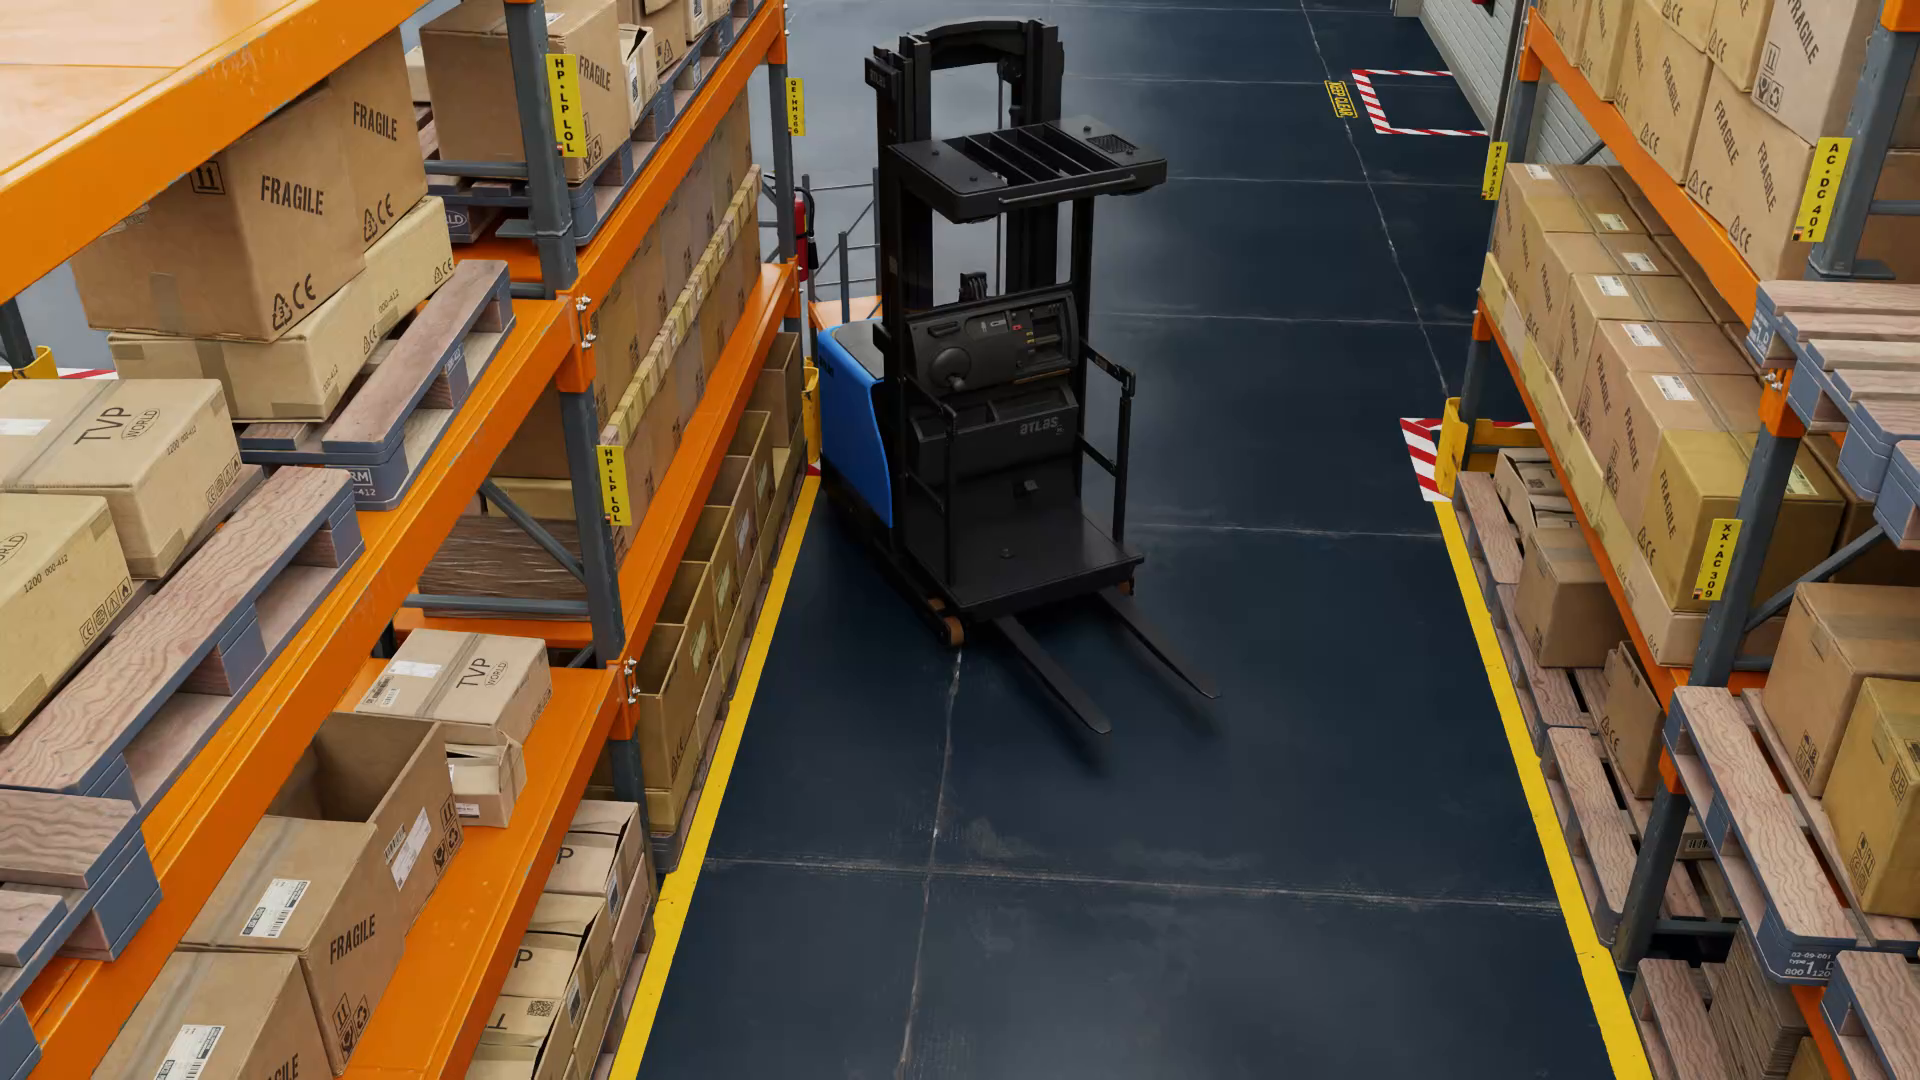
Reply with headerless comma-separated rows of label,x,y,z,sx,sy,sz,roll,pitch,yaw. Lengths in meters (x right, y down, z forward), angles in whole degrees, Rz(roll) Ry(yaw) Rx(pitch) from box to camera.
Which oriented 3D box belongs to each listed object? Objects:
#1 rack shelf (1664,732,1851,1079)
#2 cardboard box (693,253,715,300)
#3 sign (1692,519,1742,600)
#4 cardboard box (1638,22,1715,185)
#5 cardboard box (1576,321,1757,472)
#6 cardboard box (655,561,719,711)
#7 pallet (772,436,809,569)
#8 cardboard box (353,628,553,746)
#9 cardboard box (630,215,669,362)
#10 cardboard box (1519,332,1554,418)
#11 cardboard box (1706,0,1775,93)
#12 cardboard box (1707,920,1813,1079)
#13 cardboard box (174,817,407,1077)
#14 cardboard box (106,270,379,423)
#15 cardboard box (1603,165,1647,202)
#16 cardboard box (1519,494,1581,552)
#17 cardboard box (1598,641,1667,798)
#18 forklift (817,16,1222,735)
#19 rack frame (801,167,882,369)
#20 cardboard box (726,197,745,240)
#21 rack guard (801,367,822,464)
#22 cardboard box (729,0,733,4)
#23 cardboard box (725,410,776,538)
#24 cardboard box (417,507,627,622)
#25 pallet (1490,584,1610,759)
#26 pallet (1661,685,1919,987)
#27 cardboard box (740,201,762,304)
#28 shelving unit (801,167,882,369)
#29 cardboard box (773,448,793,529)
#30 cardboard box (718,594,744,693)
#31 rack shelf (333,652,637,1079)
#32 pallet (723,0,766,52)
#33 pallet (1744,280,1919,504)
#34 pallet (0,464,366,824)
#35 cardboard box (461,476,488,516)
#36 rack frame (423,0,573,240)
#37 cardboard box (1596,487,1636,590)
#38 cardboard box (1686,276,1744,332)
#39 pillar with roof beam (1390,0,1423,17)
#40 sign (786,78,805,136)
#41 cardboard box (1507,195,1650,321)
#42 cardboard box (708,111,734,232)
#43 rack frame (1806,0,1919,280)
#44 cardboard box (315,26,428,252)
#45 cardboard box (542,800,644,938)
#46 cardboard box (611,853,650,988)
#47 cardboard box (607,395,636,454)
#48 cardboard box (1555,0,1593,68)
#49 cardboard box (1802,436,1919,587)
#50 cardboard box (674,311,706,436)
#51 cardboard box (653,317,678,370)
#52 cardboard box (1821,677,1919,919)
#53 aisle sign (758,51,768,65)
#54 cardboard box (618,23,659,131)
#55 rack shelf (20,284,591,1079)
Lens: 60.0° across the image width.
rack shelf,2.992,1.810,4.420,1.077,0.370,4.000,2,32,4
cardboard box,-1.403,-1.277,8.030,0.380,0.149,0.250,3,32,5
sign,2.613,0.070,5.733,0.100,0.325,0.005,2,32,4
cardboard box,3.010,-1.700,6.457,0.500,0.500,0.500,1,32,2
cardboard box,2.971,-0.591,7.039,0.500,0.500,0.500,2,32,3
cardboard box,-1.400,0.430,7.480,0.500,0.500,0.500,2,32,4
pallet,-1.478,-0.255,9.743,1.003,0.211,1.213,2,32,4
cardboard box,-1.780,0.571,5.887,0.500,0.250,0.500,4,32,7
cardboard box,-1.672,-1.105,7.133,0.700,0.500,0.500,2,32,4
cardboard box,3.049,-0.799,8.091,0.500,0.250,0.500,2,32,3
cardboard box,2.959,-1.858,5.760,0.500,0.500,0.500,4,32,7
cardboard box,3.111,1.720,5.843,0.700,0.500,0.500,3,32,6
cardboard box,-1.945,1.144,4.720,0.500,0.500,0.500,3,32,4
cardboard box,-1.885,-0.535,4.423,0.500,0.250,0.500,0,32,-1
cardboard box,3.654,-1.642,8.745,0.500,0.500,0.500,2,32,3
cardboard box,3.288,-0.021,8.848,0.500,0.311,0.500,5,32,8
cardboard box,3.199,0.790,7.352,0.500,0.500,0.500,0,32,0
forklift,0.277,-0.954,8.284,1.130,2.935,3.031,-15,35,-22
rack frame,-0.745,-1.672,10.813,0.500,1.500,0.032,-9,33,-14
cardboard box,-1.339,-1.684,8.690,0.380,0.149,0.250,2,32,3
rack guard,-1.455,-0.792,10.339,1.175,0.500,0.348,2,32,4
cardboard box,-1.288,-2.682,7.773,0.500,0.250,0.500,2,32,4
cardboard box,-1.271,-0.354,8.752,0.500,0.500,0.500,2,32,4
cardboard box,-1.753,-0.027,6.620,0.700,0.500,0.500,2,32,3
pallet,3.271,0.652,8.271,1.003,0.211,1.213,2,32,4
pallet,2.947,0.933,5.341,1.003,0.211,1.213,2,32,4
cardboard box,-1.508,-1.643,9.241,0.700,0.500,0.500,2,32,4
shelving unit,-0.597,-1.412,10.391,0.587,1.500,1.083,-9,33,-14
cardboard box,-1.235,-0.297,9.373,0.500,0.250,0.500,2,32,4
cardboard box,-1.351,0.488,8.100,0.500,0.250,0.500,2,32,4
rack shelf,-1.946,1.600,4.761,1.077,0.370,4.000,2,32,4
pallet,-1.541,-2.714,8.301,1.003,0.211,1.213,2,32,4
pallet,2.998,-0.421,4.675,1.213,0.211,1.003,2,32,4
pallet,-2.054,0.199,3.669,1.003,0.211,1.213,4,32,6
cardboard box,-1.974,-0.222,6.318,0.380,0.149,0.250,2,32,4
rack frame,-1.783,-2.306,4.695,1.000,3.000,0.127,2,32,4
cardboard box,2.940,-0.008,6.808,0.500,0.250,0.500,3,32,4
cardboard box,3.524,-0.846,7.453,0.500,0.500,0.500,3,32,5
pillar with roof beam,0.972,-10.244,17.575,9.100,9.000,0.400,2,32,4
sign,-0.918,-2.407,9.248,0.100,0.325,0.005,2,32,4
cardboard box,3.092,-1.403,8.357,0.500,0.500,0.500,3,32,4
cardboard box,-1.550,-1.892,8.410,0.700,0.500,0.500,2,32,3
rack frame,3.155,-2.096,4.355,1.000,3.000,0.127,2,32,4
cardboard box,-1.873,-1.142,4.694,0.500,0.500,0.500,3,32,5
cardboard box,-1.530,1.225,6.369,0.500,0.311,0.500,2,32,4
cardboard box,-1.528,1.469,6.508,0.500,0.250,0.500,2,32,4
cardboard box,-1.528,-0.469,6.719,0.380,0.149,0.250,2,32,3
cardboard box,3.125,-2.519,7.785,0.500,0.500,0.500,4,32,7
cardboard box,3.401,-0.043,6.150,0.500,0.500,0.500,2,32,3
cardboard box,-1.631,-0.833,7.928,0.700,0.500,0.500,3,32,5
cardboard box,-1.467,-0.877,7.381,0.380,0.149,0.250,2,32,3
cardboard box,3.026,0.784,4.884,0.700,0.500,0.500,6,32,9
aisle sign,-1.159,-2.972,9.016,0.394,0.787,0.004,2,32,4
cardboard box,-1.435,-1.764,6.226,0.500,0.311,0.500,1,32,1
rack shelf,-1.946,0.323,3.974,1.077,0.370,4.000,2,32,4
